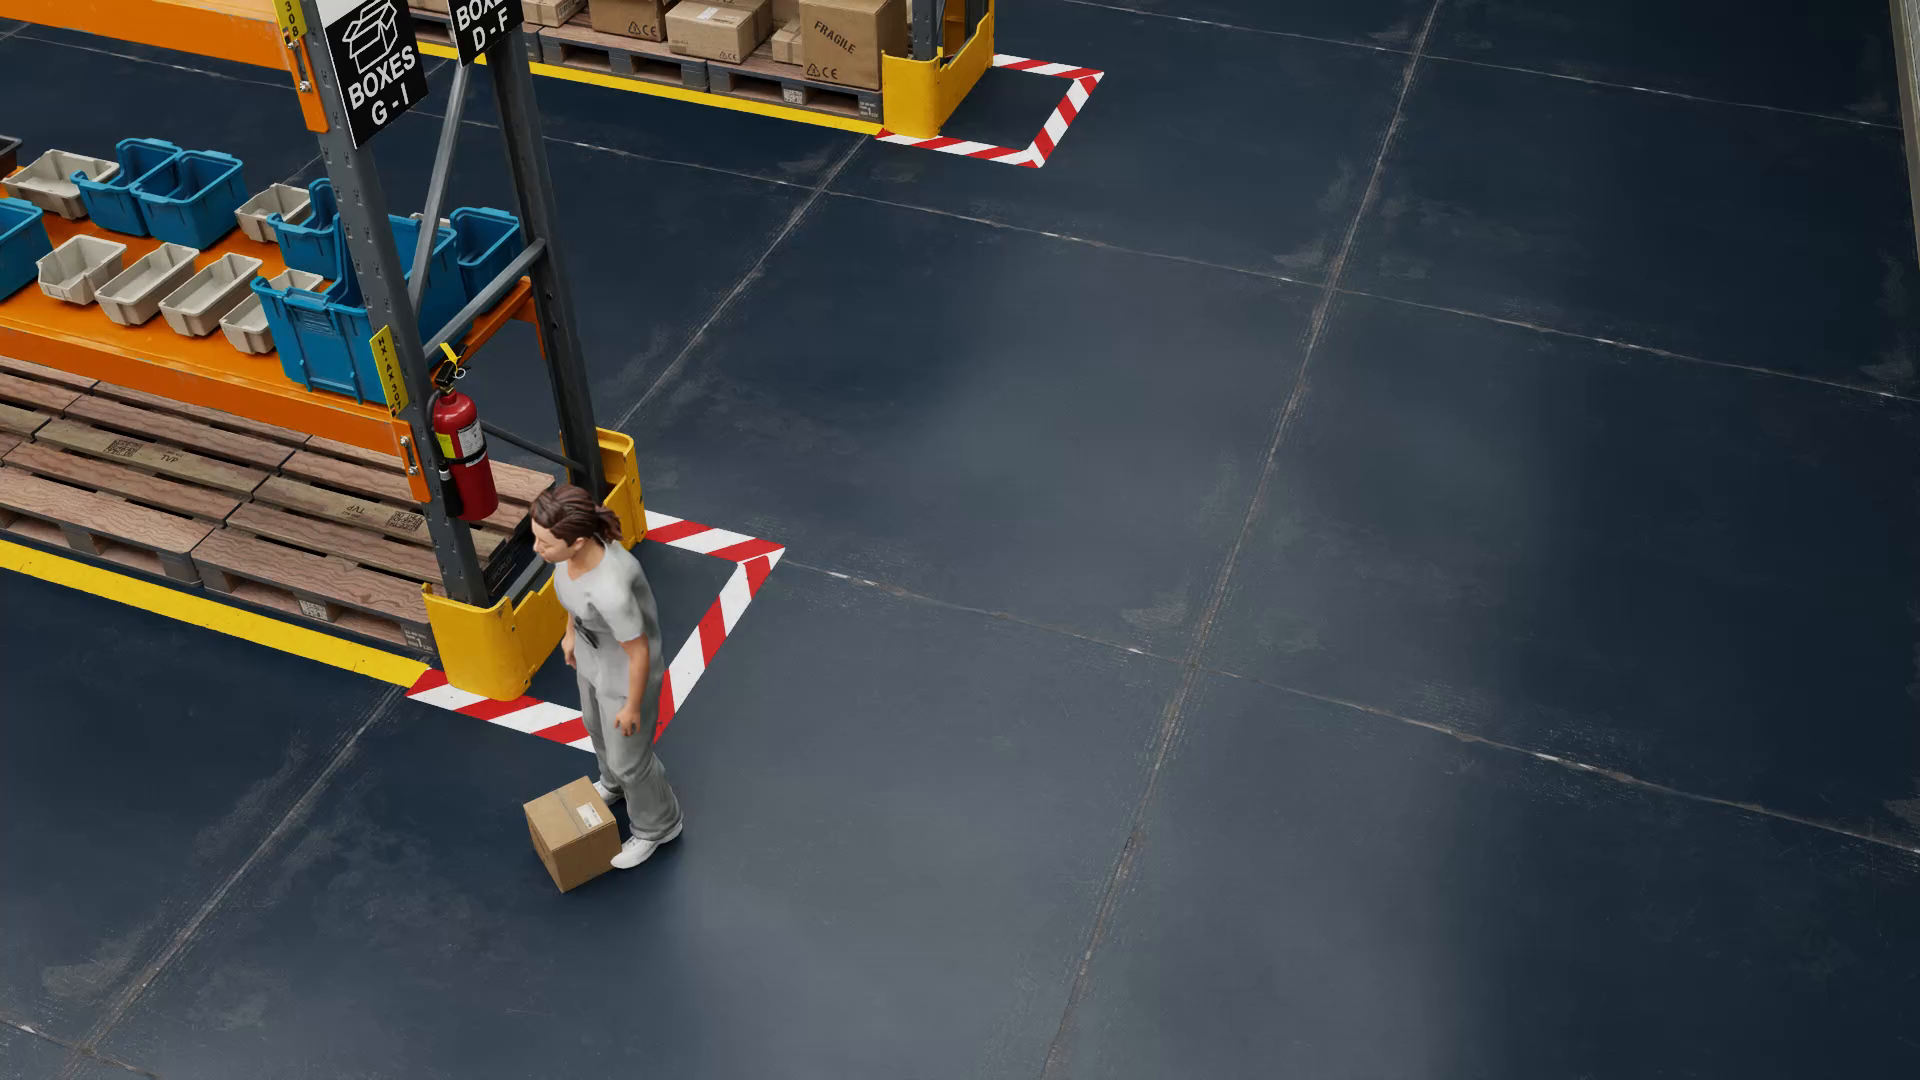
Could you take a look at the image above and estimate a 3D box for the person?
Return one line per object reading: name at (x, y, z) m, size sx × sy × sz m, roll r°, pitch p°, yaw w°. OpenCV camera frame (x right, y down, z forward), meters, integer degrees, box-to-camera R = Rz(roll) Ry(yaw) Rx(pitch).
person at (-1.194, 0.444, 5.661) m, size 0.355 × 1.673 × 0.508 m, roll -25°, pitch 47°, yaw -25°
